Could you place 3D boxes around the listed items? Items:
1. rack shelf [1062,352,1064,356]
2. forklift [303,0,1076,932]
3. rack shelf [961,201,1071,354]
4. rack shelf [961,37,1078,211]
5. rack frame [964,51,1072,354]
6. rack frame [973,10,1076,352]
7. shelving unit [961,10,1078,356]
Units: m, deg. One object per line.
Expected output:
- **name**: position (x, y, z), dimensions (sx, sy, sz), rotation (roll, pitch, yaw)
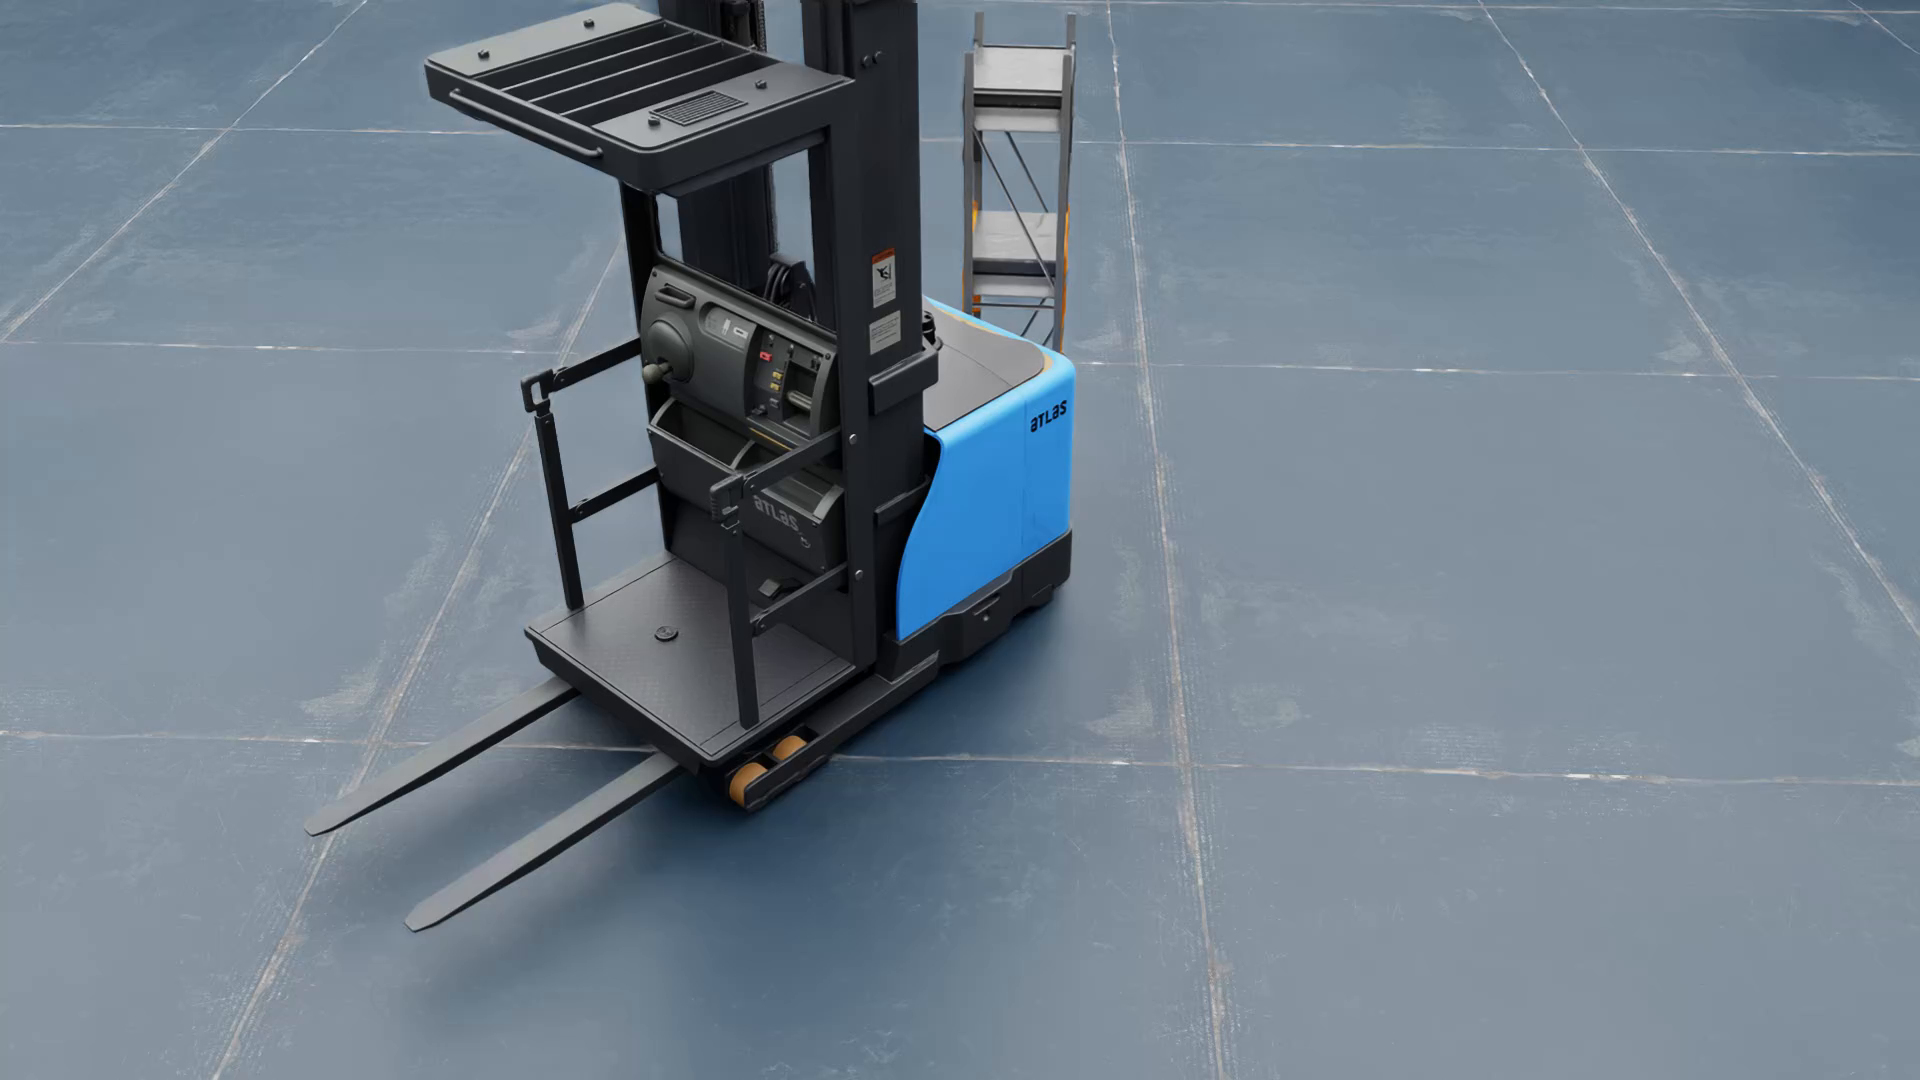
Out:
- **rack shelf**: position (0.237, -0.501, 7.378), dimensions (0.431, 0.518, 0.480), rotation (3, 35, 4)
- **forklift**: position (-0.908, -0.575, 5.519), dimensions (1.130, 2.935, 3.031), rotation (28, 44, 34)
- **rack shelf**: position (0.237, -1.074, 6.975), dimensions (0.431, 0.518, 0.480), rotation (3, 35, 4)
- **rack shelf**: position (0.237, -1.646, 6.573), dimensions (0.431, 0.518, 0.480), rotation (3, 35, 4)
- **rack frame**: position (0.217, -0.945, 6.768), dimensions (0.400, 2.100, 0.015), rotation (3, 35, 4)
- **rack frame**: position (0.258, -1.225, 7.166), dimensions (0.400, 2.100, 0.015), rotation (3, 35, 4)
- **shelving unit**: position (0.237, -1.085, 6.967), dimensions (0.431, 2.100, 0.503), rotation (3, 35, 4)
